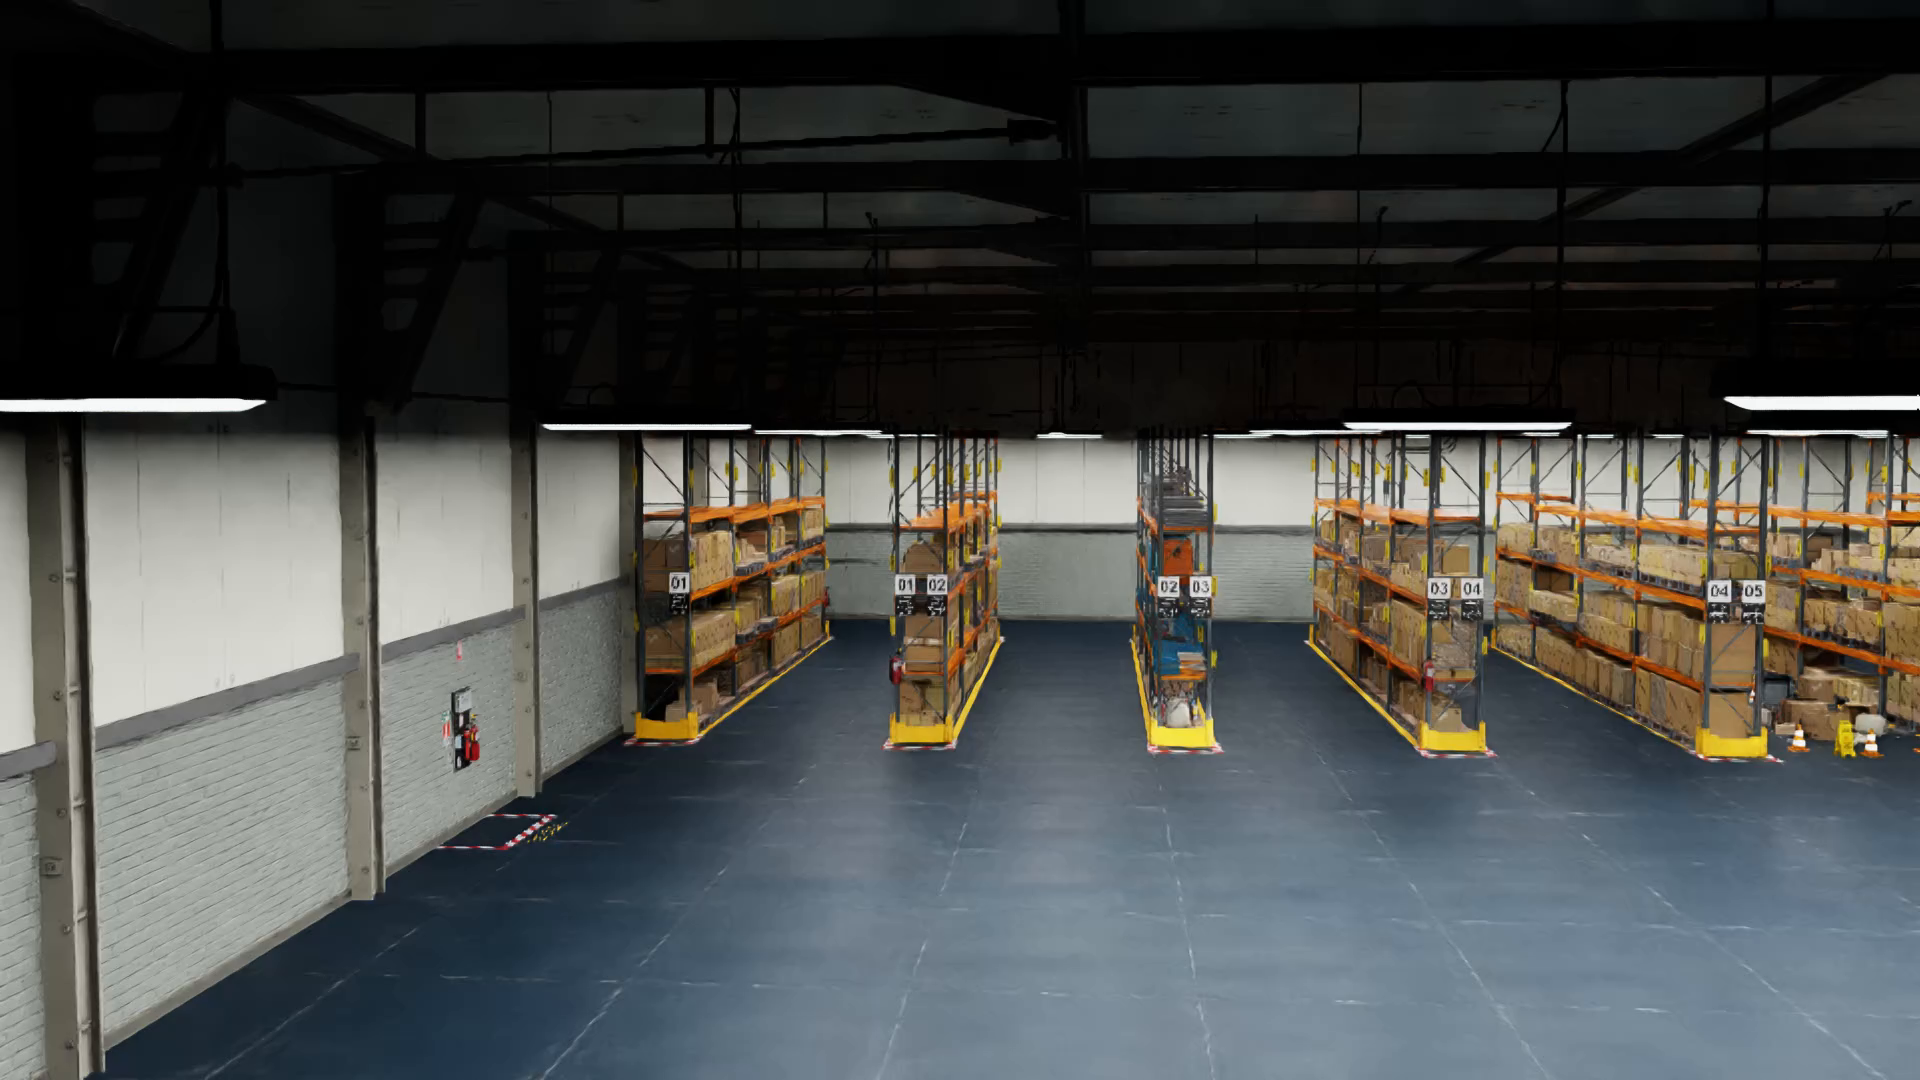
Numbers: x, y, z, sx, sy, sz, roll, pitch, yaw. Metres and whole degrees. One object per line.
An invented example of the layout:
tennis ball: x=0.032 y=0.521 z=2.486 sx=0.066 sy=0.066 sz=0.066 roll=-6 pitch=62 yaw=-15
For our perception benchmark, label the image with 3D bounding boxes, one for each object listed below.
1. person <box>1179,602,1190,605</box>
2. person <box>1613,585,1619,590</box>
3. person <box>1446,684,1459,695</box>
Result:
person: x=6.638 y=1.941 z=48.751 sx=0.701 sy=1.693 sz=0.857 roll=-1 pitch=4 yaw=-12
person: x=18.867 y=2.044 z=47.903 sx=0.580 sy=1.618 sz=0.507 roll=0 pitch=3 yaw=3
person: x=11.066 y=2.585 z=37.315 sx=0.444 sy=1.786 sz=0.598 roll=-1 pitch=4 yaw=-21
